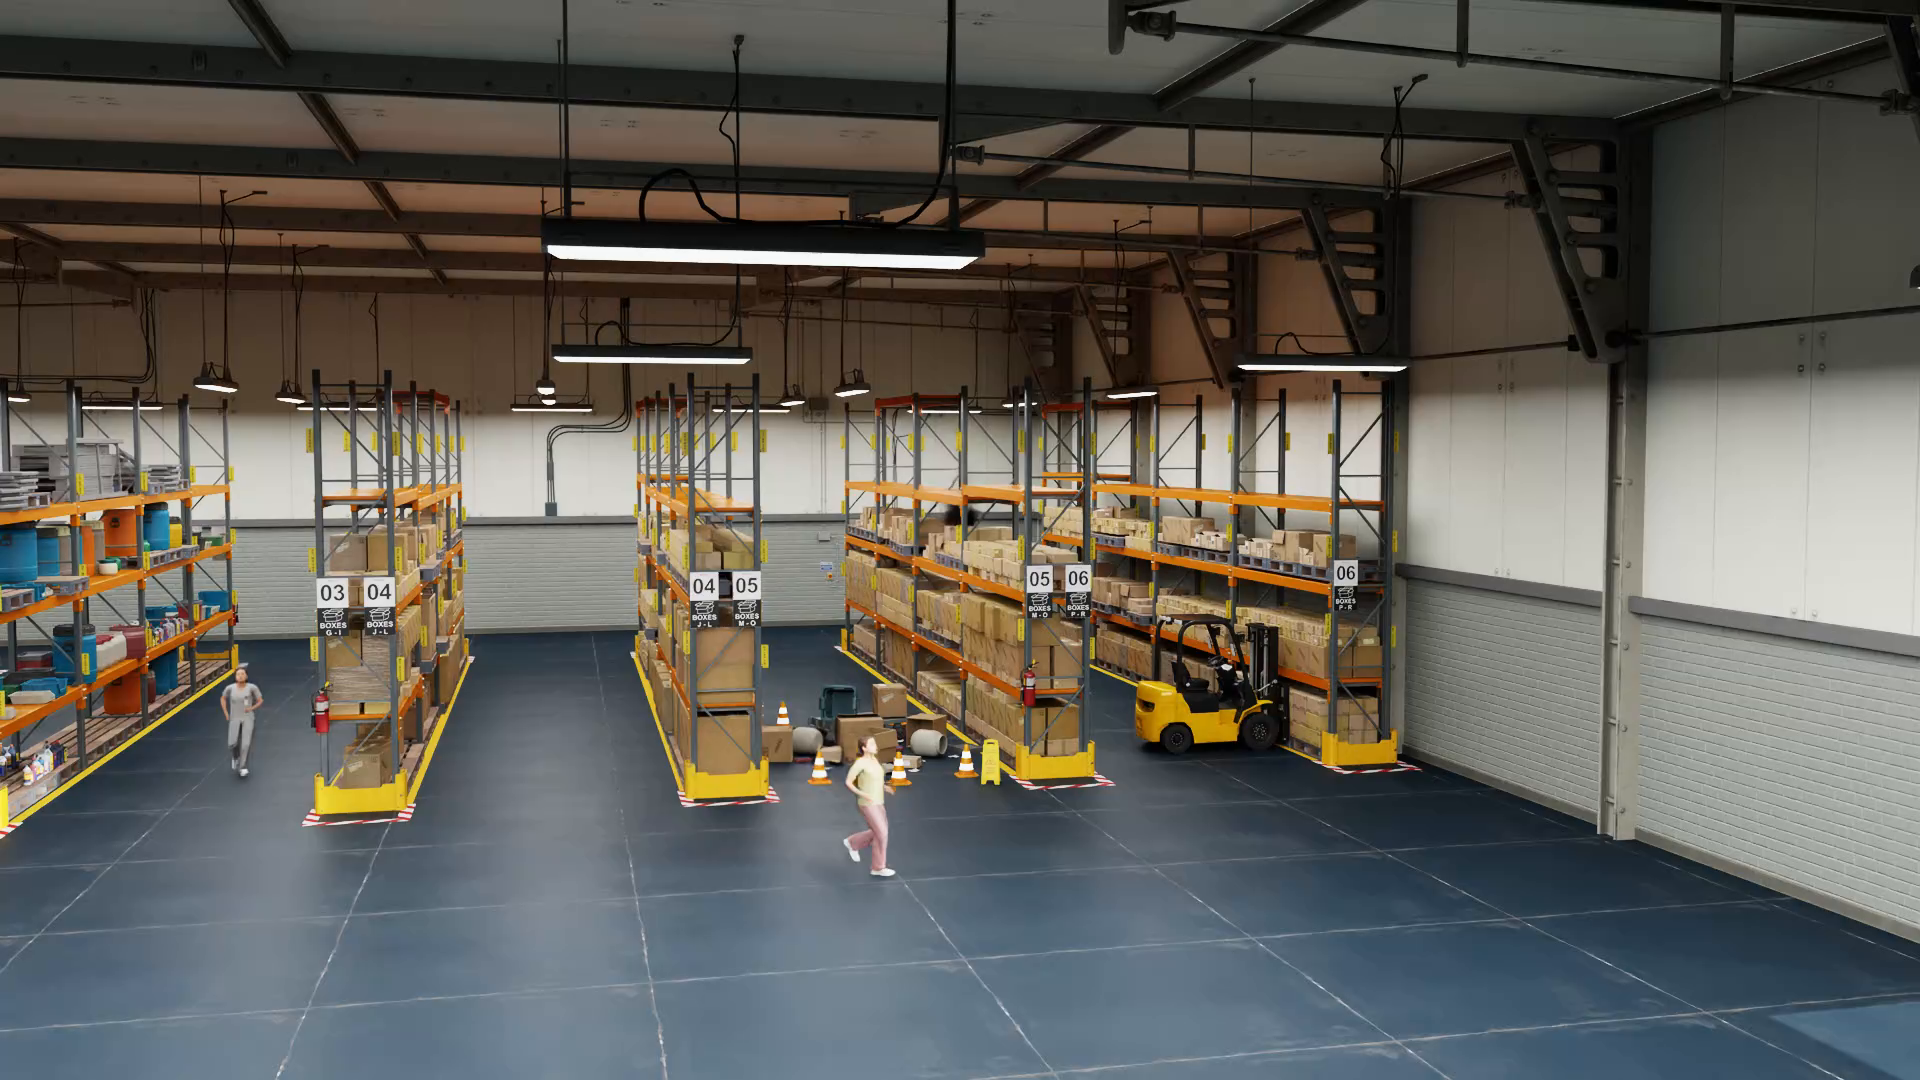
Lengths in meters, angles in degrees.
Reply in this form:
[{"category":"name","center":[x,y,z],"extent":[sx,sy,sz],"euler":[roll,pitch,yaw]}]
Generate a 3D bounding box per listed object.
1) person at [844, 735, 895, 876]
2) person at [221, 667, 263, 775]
[{"category":"person","center":[-1.080,3.069,19.326],"extent":[0.724,1.625,0.584],"euler":[2,4,29]},{"category":"person","center":[-10.828,2.733,25.069],"extent":[0.609,1.638,0.527],"euler":[-1,3,-17]}]
